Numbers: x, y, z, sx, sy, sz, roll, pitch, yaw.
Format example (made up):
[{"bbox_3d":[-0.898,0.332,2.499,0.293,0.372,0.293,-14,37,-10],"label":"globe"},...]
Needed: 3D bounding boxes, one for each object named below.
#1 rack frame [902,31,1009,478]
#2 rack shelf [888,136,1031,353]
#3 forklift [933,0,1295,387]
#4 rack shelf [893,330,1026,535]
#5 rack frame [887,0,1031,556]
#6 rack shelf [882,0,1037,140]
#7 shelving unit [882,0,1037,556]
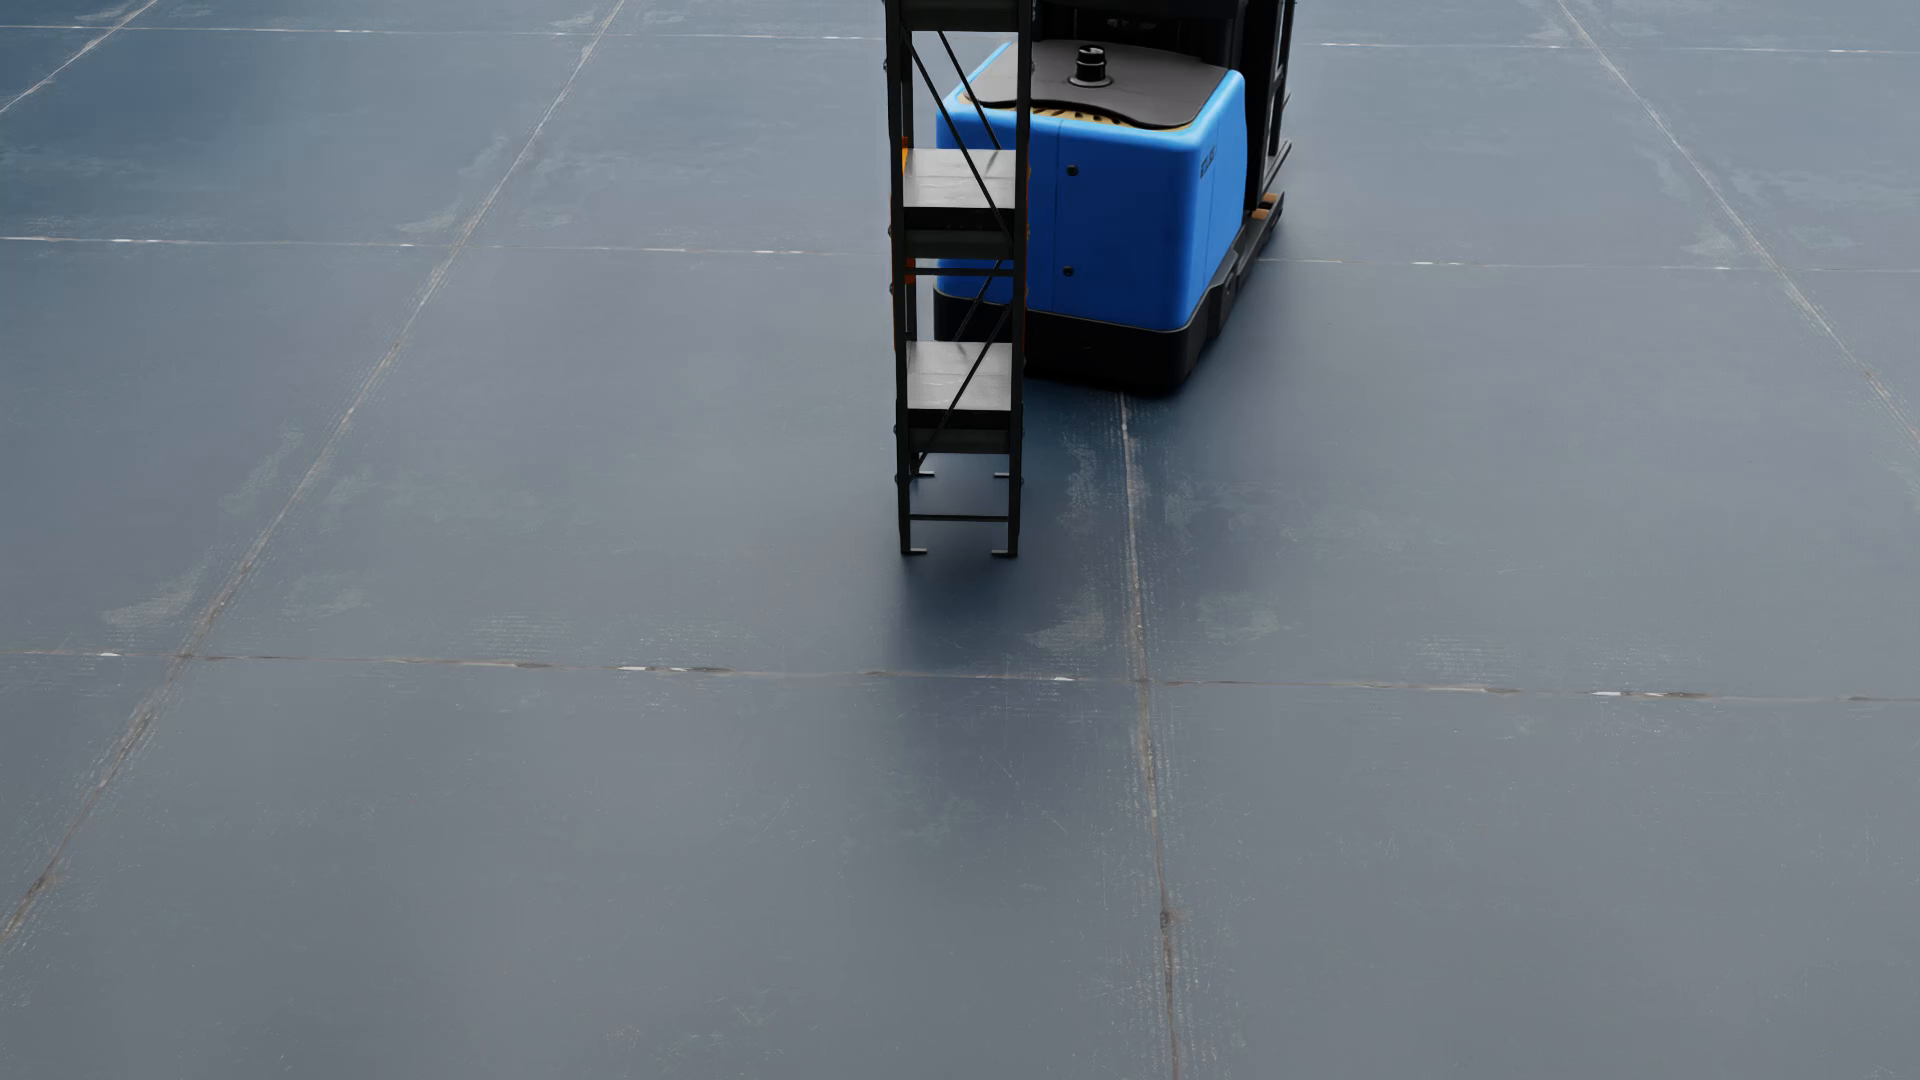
[{"bbox_3d":[0.016,-1.094,5.481,0.400,2.100,0.015,1,35,2],"label":"rack frame"},{"bbox_3d":[0.007,-0.943,5.289,0.431,0.518,0.480,1,35,2],"label":"rack shelf"},{"bbox_3d":[0.885,-2.639,6.956,1.130,2.935,3.031,12,37,17],"label":"forklift"},{"bbox_3d":[0.007,-0.370,5.692,0.431,0.518,0.480,1,35,2],"label":"rack shelf"},{"bbox_3d":[-0.003,-0.814,5.082,0.400,2.100,0.015,1,35,2],"label":"rack frame"},{"bbox_3d":[0.007,-1.516,4.887,0.431,0.518,0.480,1,35,2],"label":"rack shelf"},{"bbox_3d":[0.007,-0.954,5.282,0.431,2.100,0.503,1,35,2],"label":"shelving unit"}]
